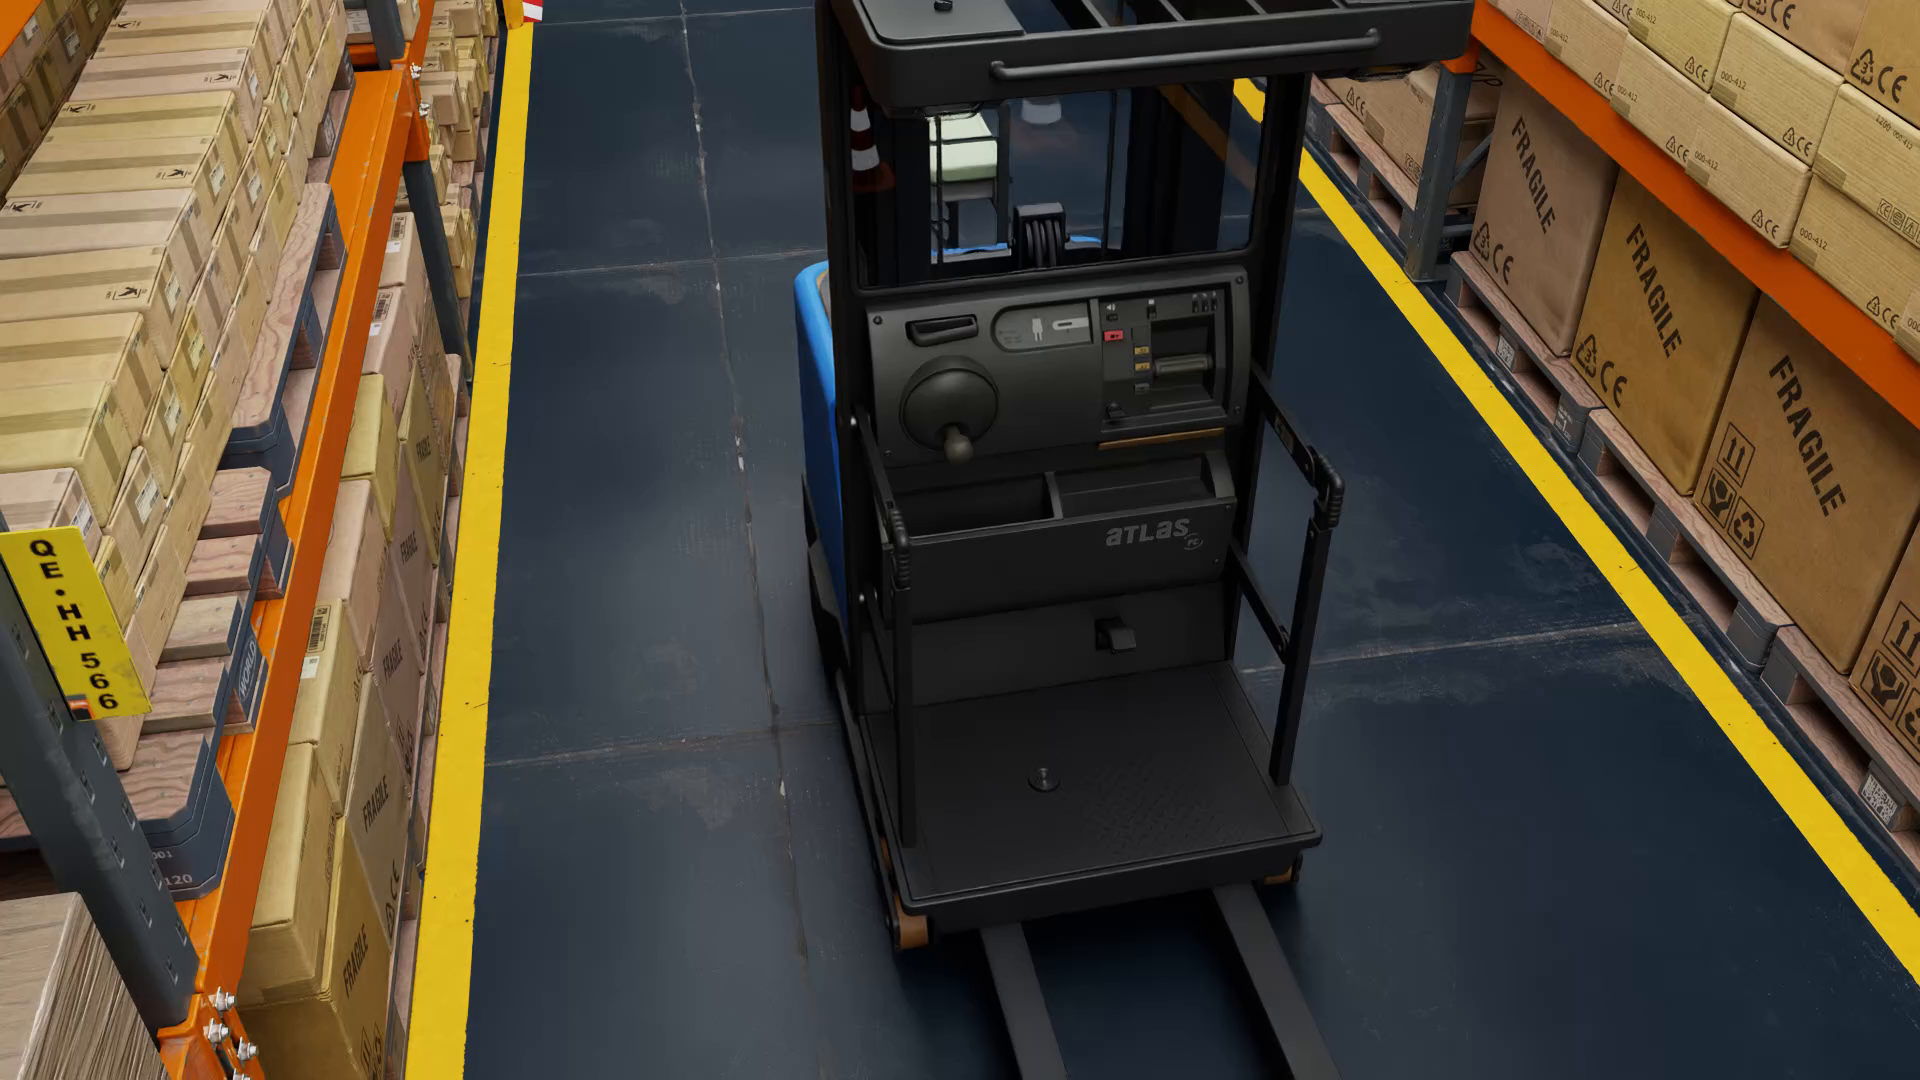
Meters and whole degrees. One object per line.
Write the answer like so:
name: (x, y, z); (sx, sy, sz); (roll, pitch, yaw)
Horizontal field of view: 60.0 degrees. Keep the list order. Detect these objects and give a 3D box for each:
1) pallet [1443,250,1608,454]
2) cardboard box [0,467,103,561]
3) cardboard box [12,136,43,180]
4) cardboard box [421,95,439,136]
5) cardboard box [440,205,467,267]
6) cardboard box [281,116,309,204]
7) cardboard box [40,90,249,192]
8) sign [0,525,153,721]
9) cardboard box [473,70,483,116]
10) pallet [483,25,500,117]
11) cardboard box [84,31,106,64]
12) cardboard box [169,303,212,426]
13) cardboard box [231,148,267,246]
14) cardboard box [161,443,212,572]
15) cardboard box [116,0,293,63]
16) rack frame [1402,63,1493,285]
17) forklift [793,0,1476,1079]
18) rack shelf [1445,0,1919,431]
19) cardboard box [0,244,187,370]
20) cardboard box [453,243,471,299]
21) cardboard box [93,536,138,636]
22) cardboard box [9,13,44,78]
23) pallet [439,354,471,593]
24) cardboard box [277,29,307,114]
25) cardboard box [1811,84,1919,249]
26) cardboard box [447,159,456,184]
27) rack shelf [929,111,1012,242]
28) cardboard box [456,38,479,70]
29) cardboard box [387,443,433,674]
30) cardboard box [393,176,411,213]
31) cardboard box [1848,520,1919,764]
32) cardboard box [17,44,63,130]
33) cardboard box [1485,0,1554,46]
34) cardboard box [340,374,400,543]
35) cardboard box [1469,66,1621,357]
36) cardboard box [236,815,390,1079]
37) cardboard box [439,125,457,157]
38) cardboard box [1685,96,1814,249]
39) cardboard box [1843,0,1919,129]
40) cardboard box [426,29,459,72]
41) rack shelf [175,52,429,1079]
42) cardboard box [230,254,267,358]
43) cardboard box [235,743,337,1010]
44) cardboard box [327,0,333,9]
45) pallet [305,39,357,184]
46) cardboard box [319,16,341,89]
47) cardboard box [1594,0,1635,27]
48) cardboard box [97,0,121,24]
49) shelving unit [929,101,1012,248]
pallet: (2.644, -0.815, 6.627); (1.003, 0.211, 1.213); (-6, 38, -8)
cardboard box: (-1.611, 0.031, 2.643); (0.380, 0.149, 0.250); (-6, 38, -8)
cardboard box: (-2.623, -0.936, 4.373); (0.380, 0.149, 0.250); (-8, 39, -10)
cardboard box: (-2.429, -1.761, 7.069); (0.380, 0.149, 0.250); (-7, 38, -9)
cardboard box: (-2.170, -1.192, 6.578); (0.380, 0.149, 0.250); (-5, 38, -6)
cardboard box: (-1.971, -1.002, 4.458); (0.380, 0.149, 0.250); (-8, 39, -10)
cardboard box: (-1.882, -0.911, 3.855); (0.380, 0.149, 0.250); (-7, 38, -9)
sign: (-1.174, 0.116, 2.212); (0.100, 0.325, 0.005); (-6, 38, -8)
cardboard box: (-2.528, -2.166, 8.074); (0.380, 0.149, 0.250); (-6, 38, -7)
pallet: (-3.002, -2.555, 8.867); (1.003, 0.211, 1.213); (-6, 38, -8)
cardboard box: (-2.751, -1.393, 4.961); (0.380, 0.149, 0.250); (-6, 38, -7)
cardboard box: (-1.751, -0.339, 3.362); (0.380, 0.149, 0.250); (-6, 38, -8)
cardboard box: (-1.885, -0.803, 3.958); (0.380, 0.149, 0.250); (-5, 38, -6)
cardboard box: (-1.694, -0.048, 3.230); (0.380, 0.149, 0.250); (-4, 38, -6)
cardboard box: (-2.021, -1.384, 4.464); (0.380, 0.149, 0.250); (-6, 38, -8)
rack frame: (2.434, -2.374, 6.361); (1.000, 3.000, 0.127); (-6, 38, -8)
forklift: (0.293, -0.341, 3.800); (1.130, 2.935, 3.031); (-8, 39, -10)
rack shelf: (2.785, -0.882, 5.027); (1.077, 0.370, 4.000); (-6, 38, -8)
cardboard box: (-1.744, -0.437, 3.245); (0.380, 0.149, 0.250); (-8, 39, -10)
cardboard box: (-2.169, -1.075, 6.671); (0.380, 0.149, 0.250); (-8, 39, -10)
cardboard box: (-1.607, 0.138, 2.748); (0.380, 0.149, 0.250); (-5, 38, -6)
cardboard box: (-2.666, -1.321, 4.383); (0.380, 0.149, 0.250); (-7, 38, -9)
pallet: (-2.283, -0.210, 5.848); (1.003, 0.211, 1.213); (-6, 38, -8)
cardboard box: (-2.017, -1.272, 4.562); (0.380, 0.149, 0.250); (-7, 38, -9)
cardboard box: (2.597, -0.978, 4.279); (0.500, 0.250, 0.500); (-7, 38, -9)
cardboard box: (-2.404, -1.529, 7.254); (0.380, 0.149, 0.250); (-7, 38, -9)
rack shelf: (-0.126, -1.223, 5.466); (0.431, 0.370, 0.720); (-8, 39, -10)
cardboard box: (-2.526, -2.284, 7.984); (0.380, 0.149, 0.250); (-4, 38, -6)
cardboard box: (-1.868, 0.081, 4.896); (0.500, 0.500, 0.500); (-7, 38, -9)
cardboard box: (-2.278, -1.286, 6.457); (0.380, 0.149, 0.250); (-5, 38, -6)
cardboard box: (3.096, 0.289, 4.323); (0.875, 0.875, 0.875); (-7, 38, -8)
cardboard box: (-2.666, -1.208, 4.480); (0.380, 0.149, 0.250); (-8, 39, -10)
cardboard box: (2.252, -2.021, 6.029); (0.500, 0.250, 0.500); (-7, 38, -9)
cardboard box: (-1.858, -0.203, 4.651); (0.500, 0.250, 0.500); (-8, 39, -10)
cardboard box: (2.622, -1.335, 6.413); (0.875, 0.875, 0.875); (-5, 38, -7)
cardboard box: (-1.593, 1.002, 3.711); (0.500, 0.500, 0.500); (-8, 39, -10)
cardboard box: (-2.450, -1.810, 7.374); (0.380, 0.149, 0.250); (-5, 38, -6)
cardboard box: (2.497, -1.094, 4.836); (0.500, 0.250, 0.500); (-7, 38, -9)
cardboard box: (2.609, -1.286, 4.064); (0.500, 0.500, 0.500); (-6, 38, -8)
cardboard box: (-2.526, -2.233, 7.676); (0.380, 0.149, 0.250); (-6, 38, -8)
rack shelf: (-2.071, -0.289, 4.263); (1.077, 0.370, 4.000); (-6, 38, -8)
cardboard box: (-1.834, -0.524, 3.842); (0.380, 0.149, 0.250); (-6, 38, -7)
cardboard box: (-1.602, 0.718, 3.465); (0.500, 0.250, 0.500); (-8, 39, -10)
cardboard box: (-2.157, -1.746, 5.172); (0.380, 0.149, 0.250); (-5, 38, -7)
pallet: (-2.430, -1.228, 5.042); (1.003, 0.211, 1.213); (-6, 38, -8)
cardboard box: (-2.110, -1.472, 5.062); (0.380, 0.149, 0.250); (-6, 38, -8)
cardboard box: (2.353, -1.904, 5.471); (0.500, 0.250, 0.500); (-6, 38, -7)
cardboard box: (-2.805, -1.677, 5.084); (0.380, 0.149, 0.250); (-6, 38, -7)
shelving unit: (-0.126, -0.915, 5.705); (0.431, 1.500, 0.755); (-8, 39, -10)
